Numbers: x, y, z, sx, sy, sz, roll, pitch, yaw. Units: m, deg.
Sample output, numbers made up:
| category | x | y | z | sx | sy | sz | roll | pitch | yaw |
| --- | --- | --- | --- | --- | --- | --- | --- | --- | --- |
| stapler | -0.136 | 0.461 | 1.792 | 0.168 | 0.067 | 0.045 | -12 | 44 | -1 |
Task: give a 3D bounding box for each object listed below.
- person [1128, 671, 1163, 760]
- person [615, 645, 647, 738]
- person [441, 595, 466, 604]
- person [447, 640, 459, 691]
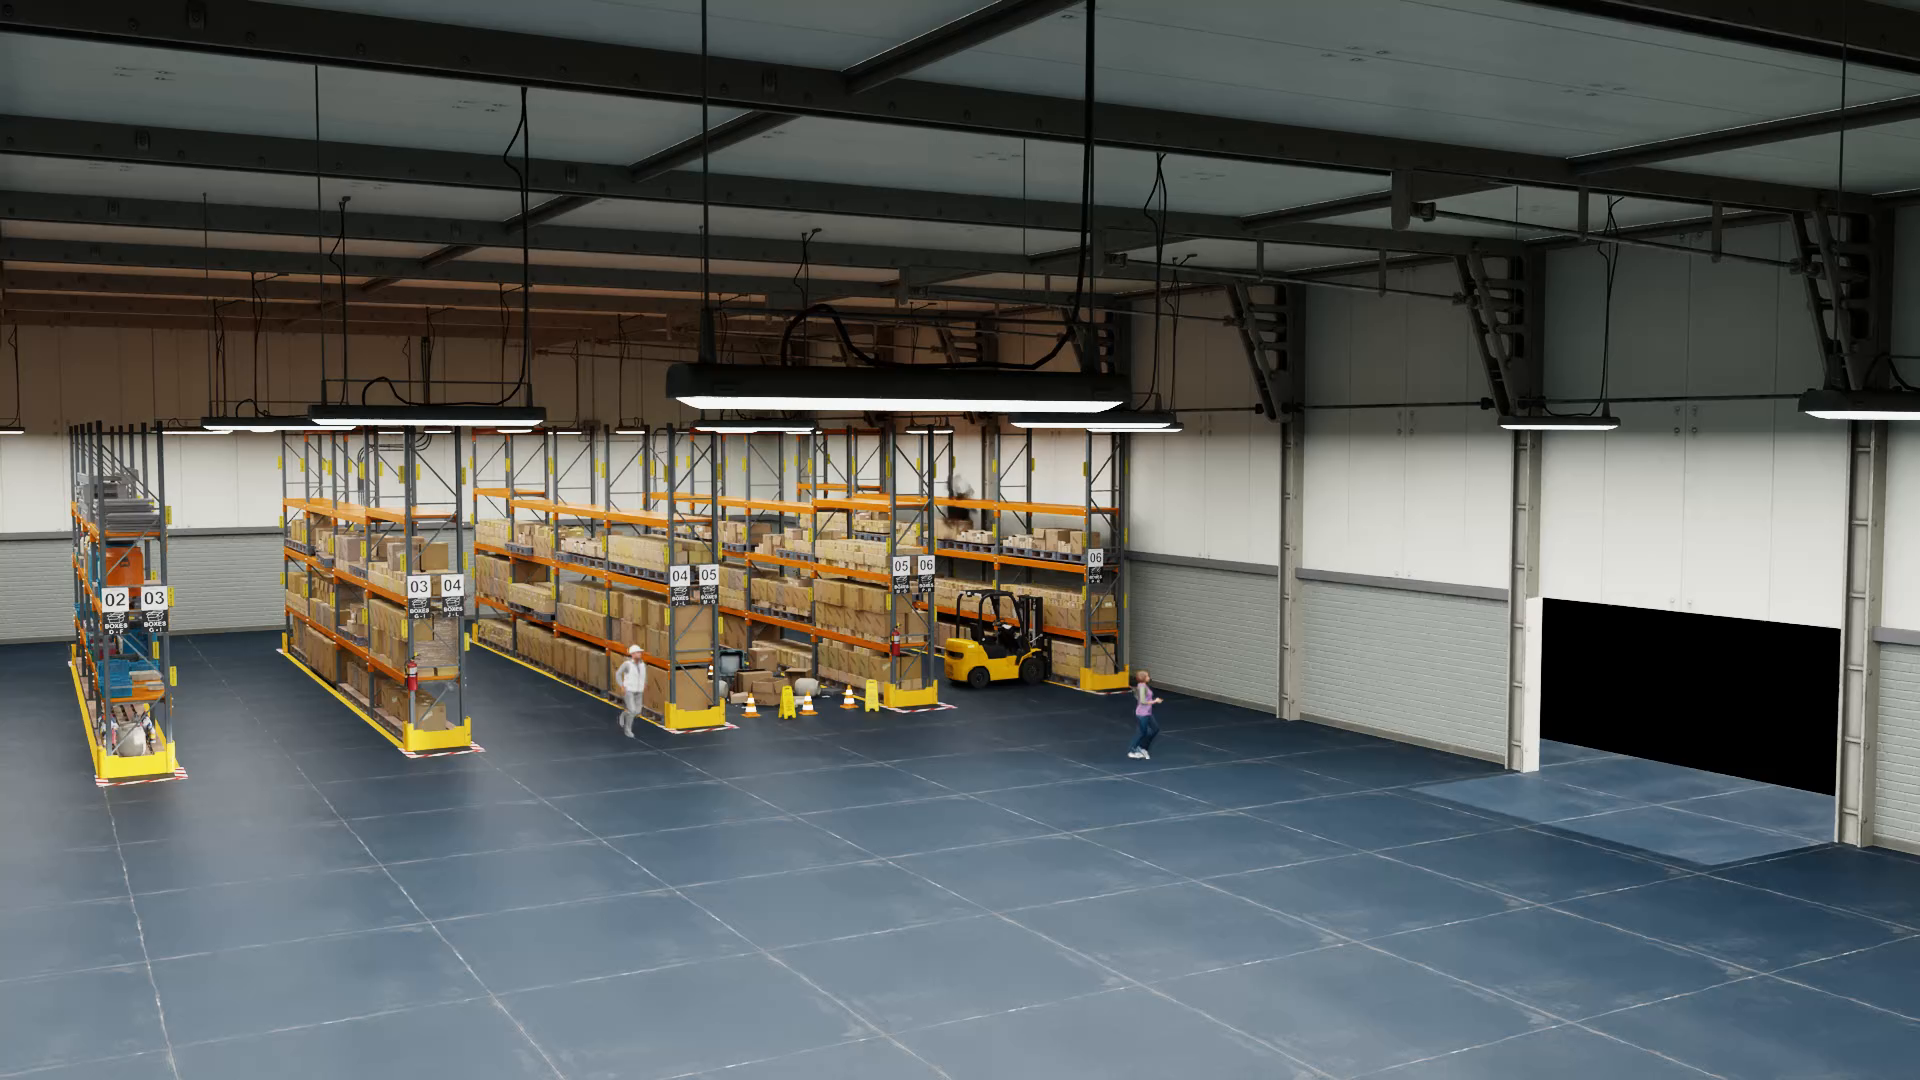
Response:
| category | x | y | z | sx | sy | sz | roll | pitch | yaw |
| --- | --- | --- | --- | --- | --- | --- | --- | --- | --- |
| person | 3.289 | 3.118 | 29.451 | 0.625 | 1.583 | 0.515 | 1 | 4 | 14 |
| person | -6.326 | 2.902 | 32.069 | 0.659 | 1.733 | 0.698 | 4 | 5 | 45 |
| person | -14.370 | 1.951 | 47.049 | 0.772 | 1.746 | 0.756 | 2 | 4 | 29 |
| person | -11.724 | 2.538 | 37.940 | 0.624 | 1.707 | 0.918 | -2 | 4 | -29 |
